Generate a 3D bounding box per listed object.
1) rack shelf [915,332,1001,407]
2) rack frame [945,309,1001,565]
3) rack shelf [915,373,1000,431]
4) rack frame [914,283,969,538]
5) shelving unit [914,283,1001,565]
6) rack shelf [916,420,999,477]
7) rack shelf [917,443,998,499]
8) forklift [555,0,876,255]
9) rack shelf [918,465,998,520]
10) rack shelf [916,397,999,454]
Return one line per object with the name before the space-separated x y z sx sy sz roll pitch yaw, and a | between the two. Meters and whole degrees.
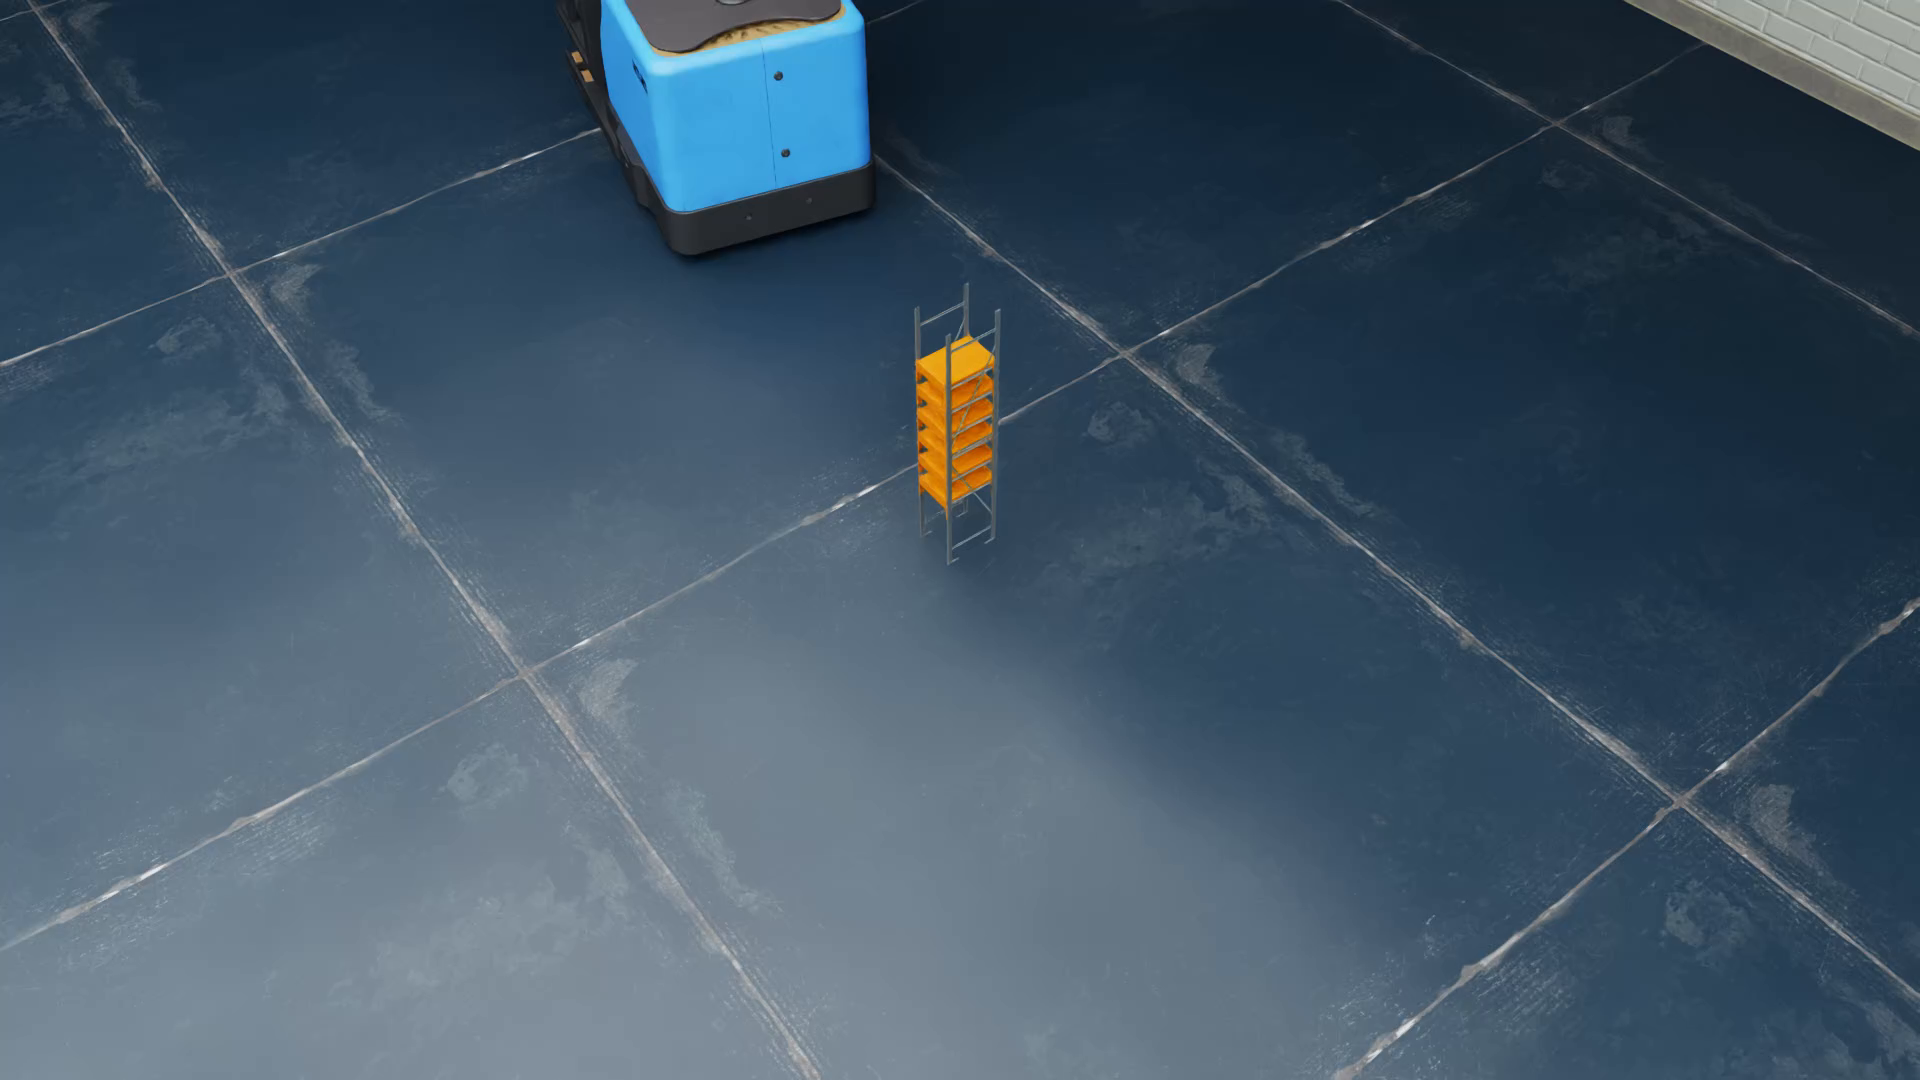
rack shelf | -0.009 -0.623 6.078 0.258 0.103 0.180 -29 54 -24
rack frame | 0.047 -0.358 6.263 0.240 1.200 0.006 -29 54 -24
rack shelf | -0.009 -0.543 6.167 0.258 0.103 0.180 -29 54 -24
rack frame | -0.064 -0.465 6.361 0.240 1.200 0.006 -29 54 -24
shelving unit | -0.009 -0.412 6.312 0.258 1.200 0.189 -29 54 -24
rack shelf | -0.009 -0.382 6.345 0.258 0.103 0.180 -29 54 -24
rack shelf | -0.009 -0.301 6.434 0.258 0.103 0.180 -29 54 -24
forklift | -1.471 -3.444 7.892 1.130 2.935 3.031 -18 50 -16
rack shelf | -0.009 -0.220 6.523 0.258 0.103 0.180 -29 54 -24
rack shelf | -0.009 -0.462 6.256 0.258 0.103 0.180 -29 54 -24
